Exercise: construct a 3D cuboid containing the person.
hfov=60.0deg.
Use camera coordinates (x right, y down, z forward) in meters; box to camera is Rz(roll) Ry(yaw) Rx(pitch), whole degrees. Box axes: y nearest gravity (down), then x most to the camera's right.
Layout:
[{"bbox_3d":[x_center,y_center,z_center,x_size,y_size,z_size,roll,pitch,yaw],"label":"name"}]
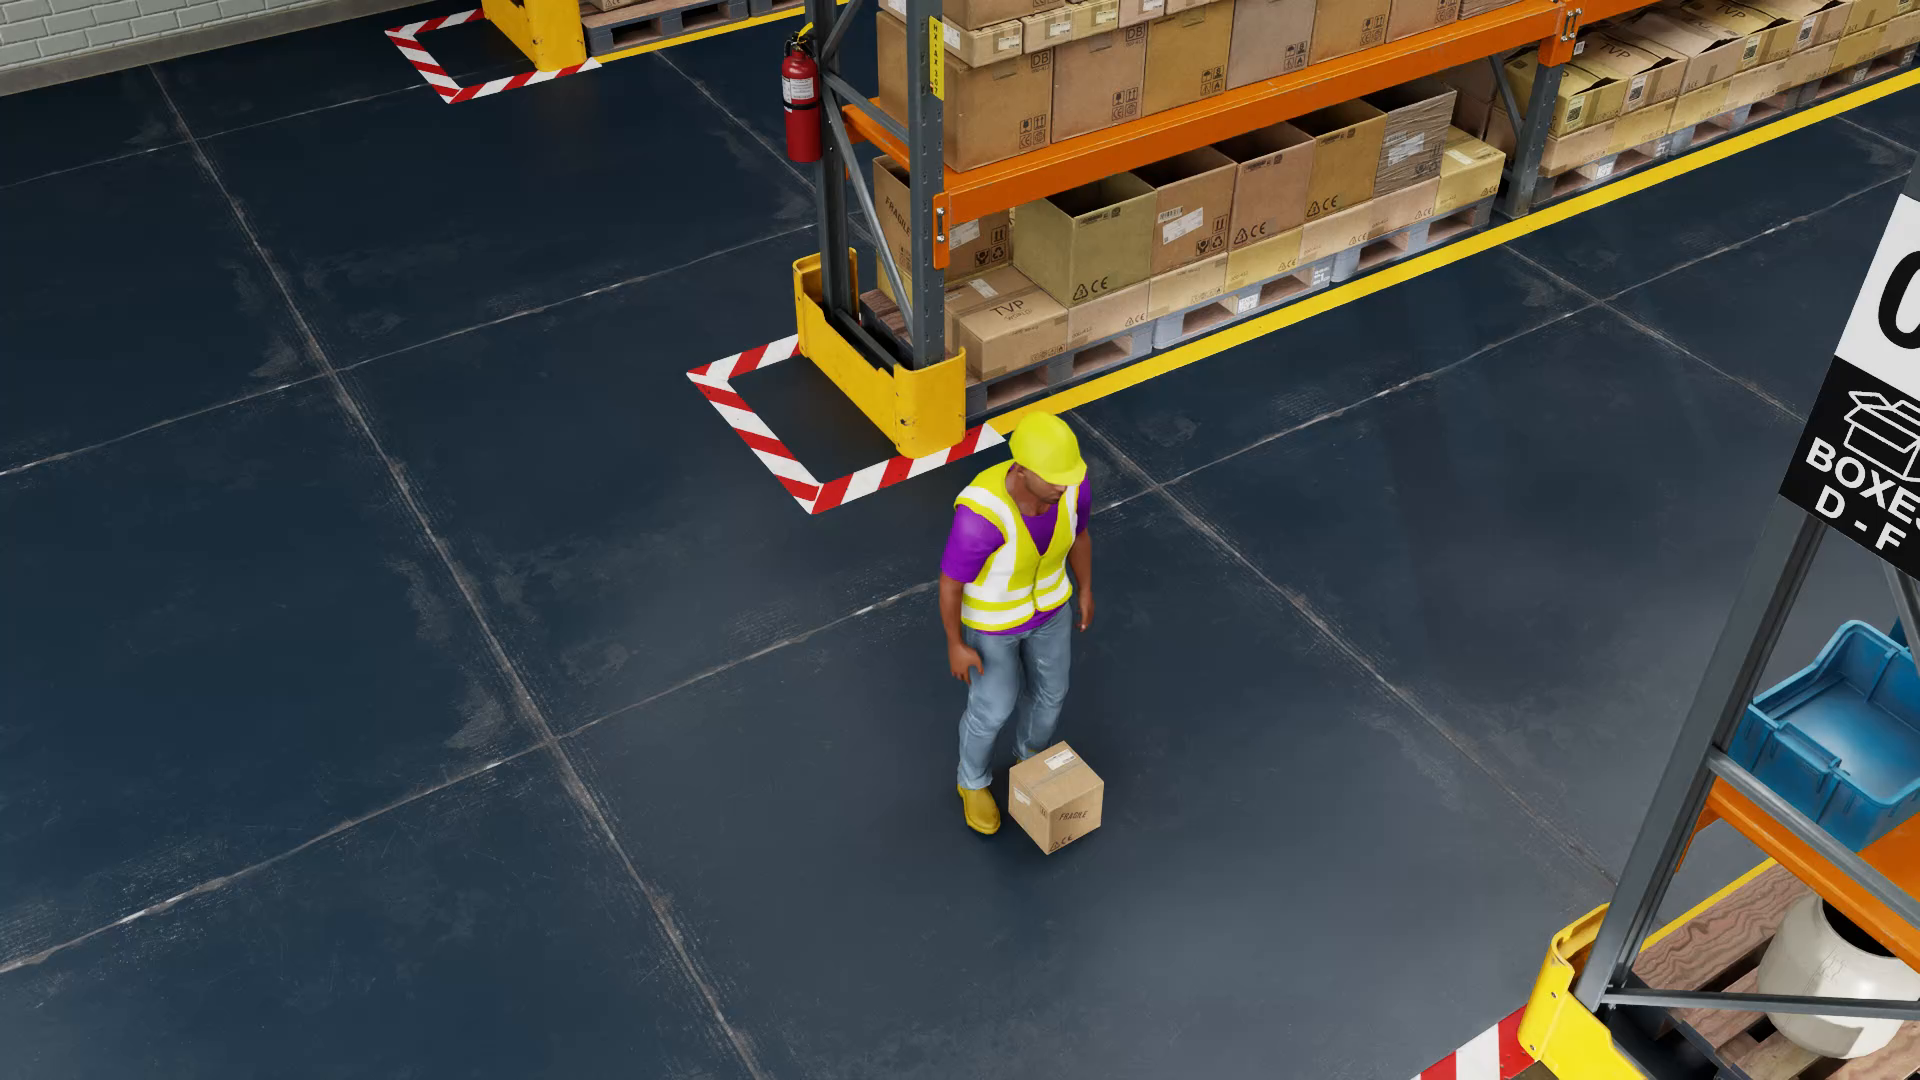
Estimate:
[{"bbox_3d":[0.215,0.263,5.836,0.626,1.760,0.458,-24,46,-25],"label":"person"}]
